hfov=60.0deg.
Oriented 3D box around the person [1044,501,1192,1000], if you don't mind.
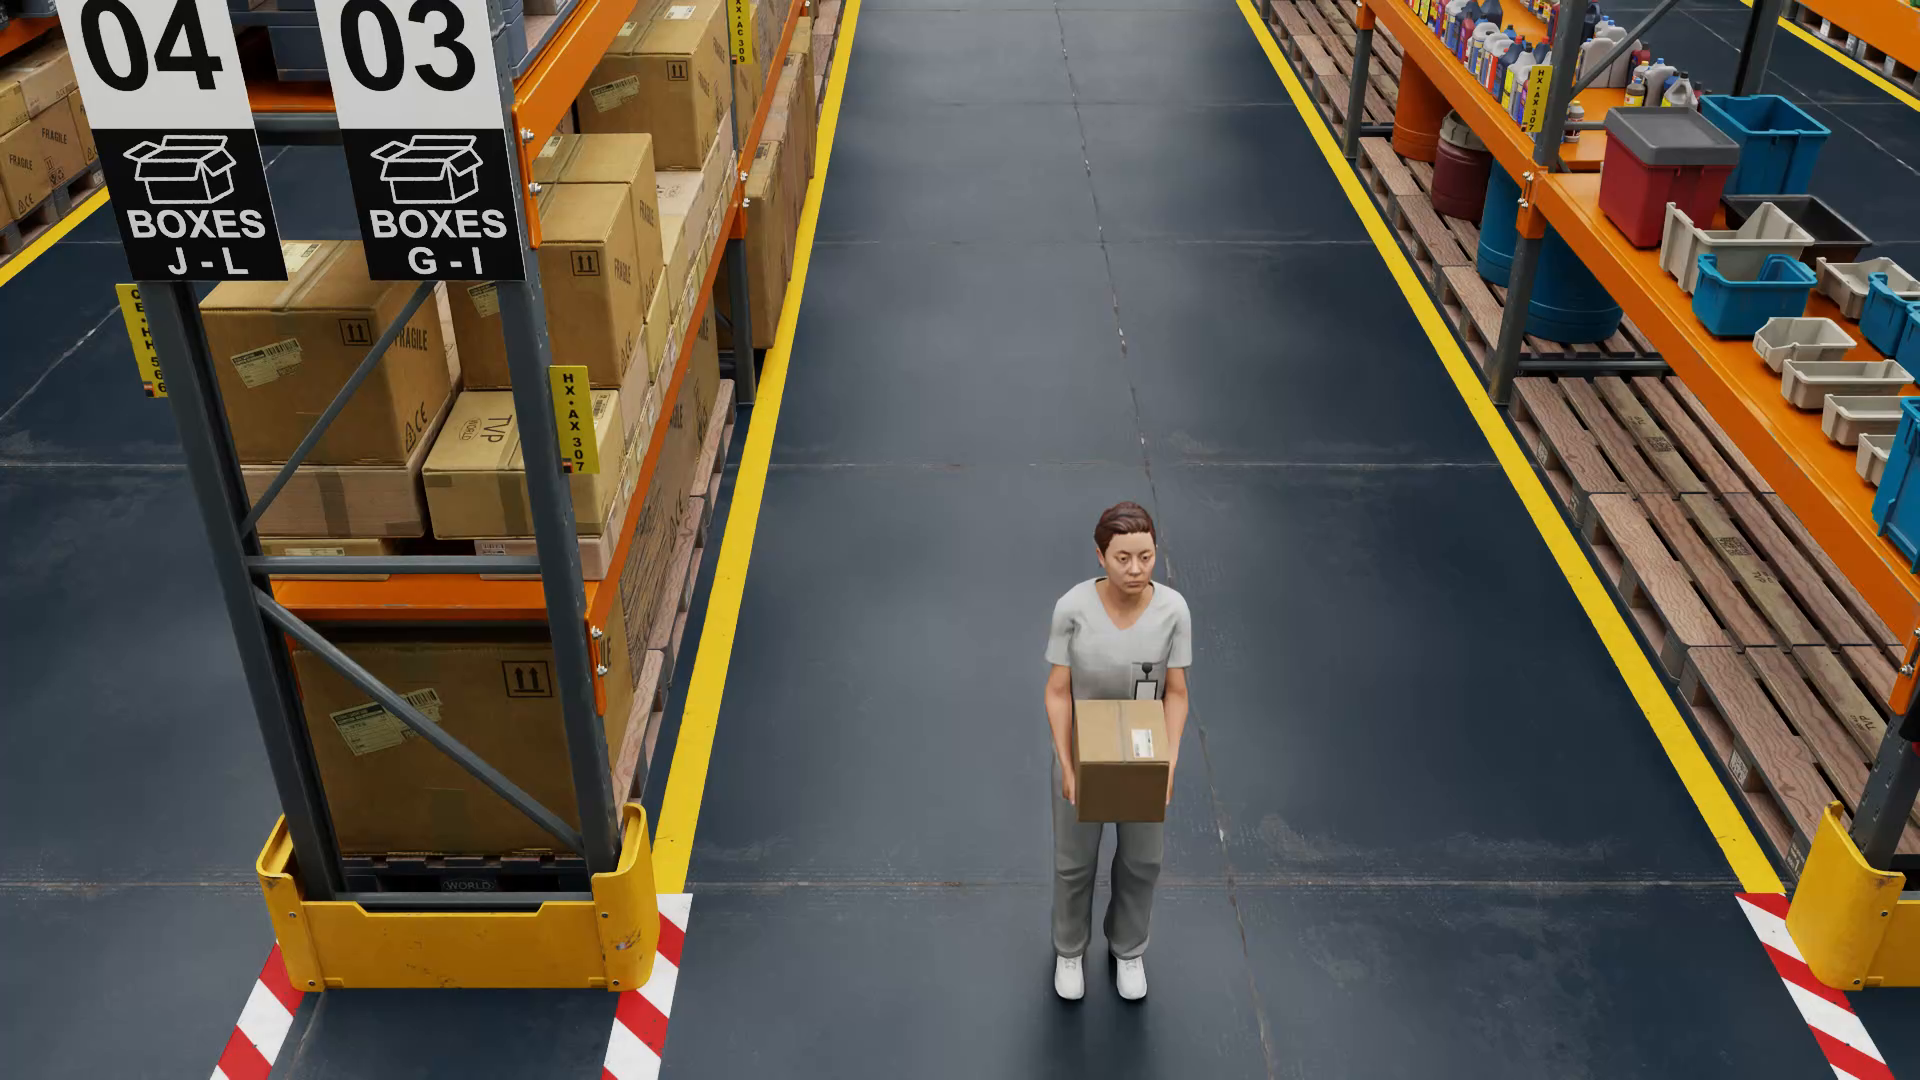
[{"bbox_3d":[0.466,0.687,5.032,0.437,1.662,0.561,0,32,0],"label":"person"}]
